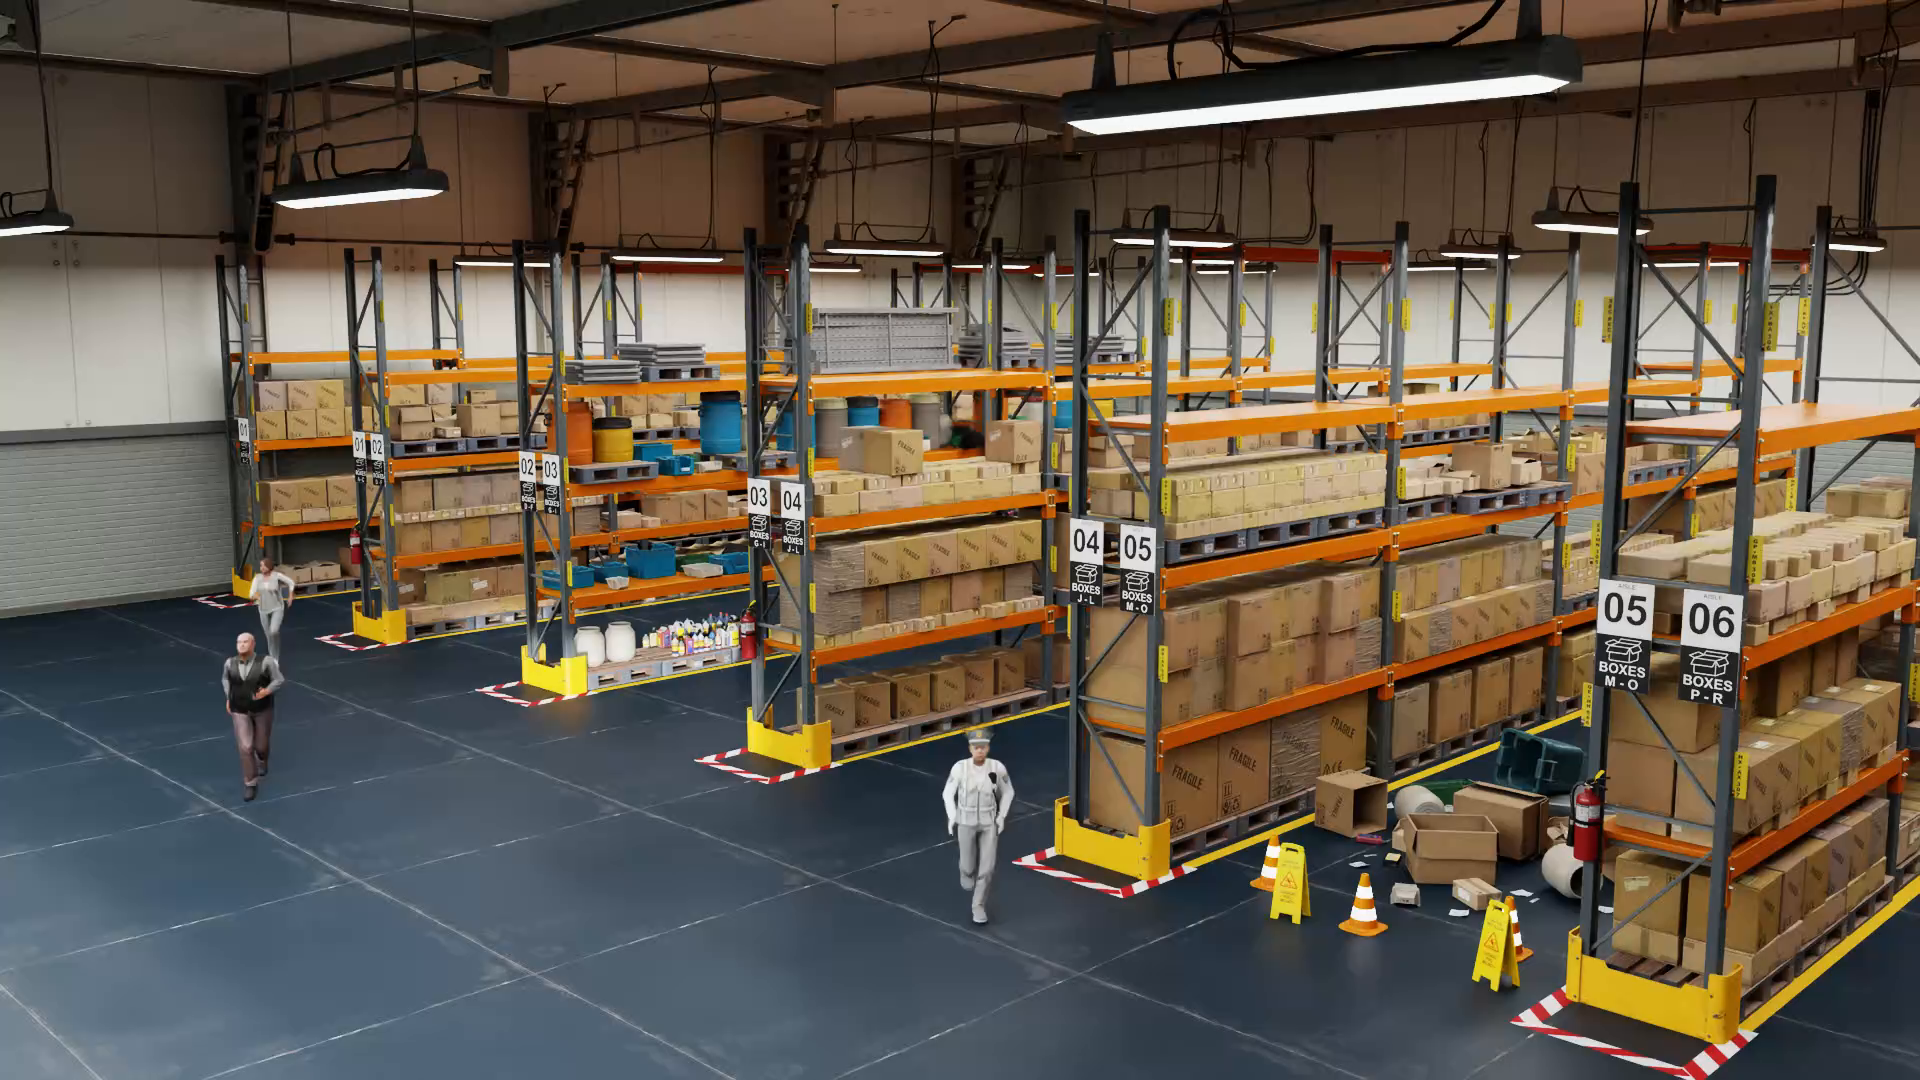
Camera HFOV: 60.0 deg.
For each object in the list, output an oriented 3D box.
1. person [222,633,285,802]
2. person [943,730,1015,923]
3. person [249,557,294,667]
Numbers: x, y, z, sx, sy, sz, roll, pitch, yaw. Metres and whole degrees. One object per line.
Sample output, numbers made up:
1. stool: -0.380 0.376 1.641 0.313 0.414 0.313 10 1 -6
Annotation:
1. person: -7.506 1.833 17.679 0.653 1.726 0.850 -2 8 -13
2. person: 0.158 2.372 14.122 0.606 1.647 0.597 0 8 -2
3. person: -9.762 1.041 23.616 0.546 1.625 0.837 -1 8 -5
